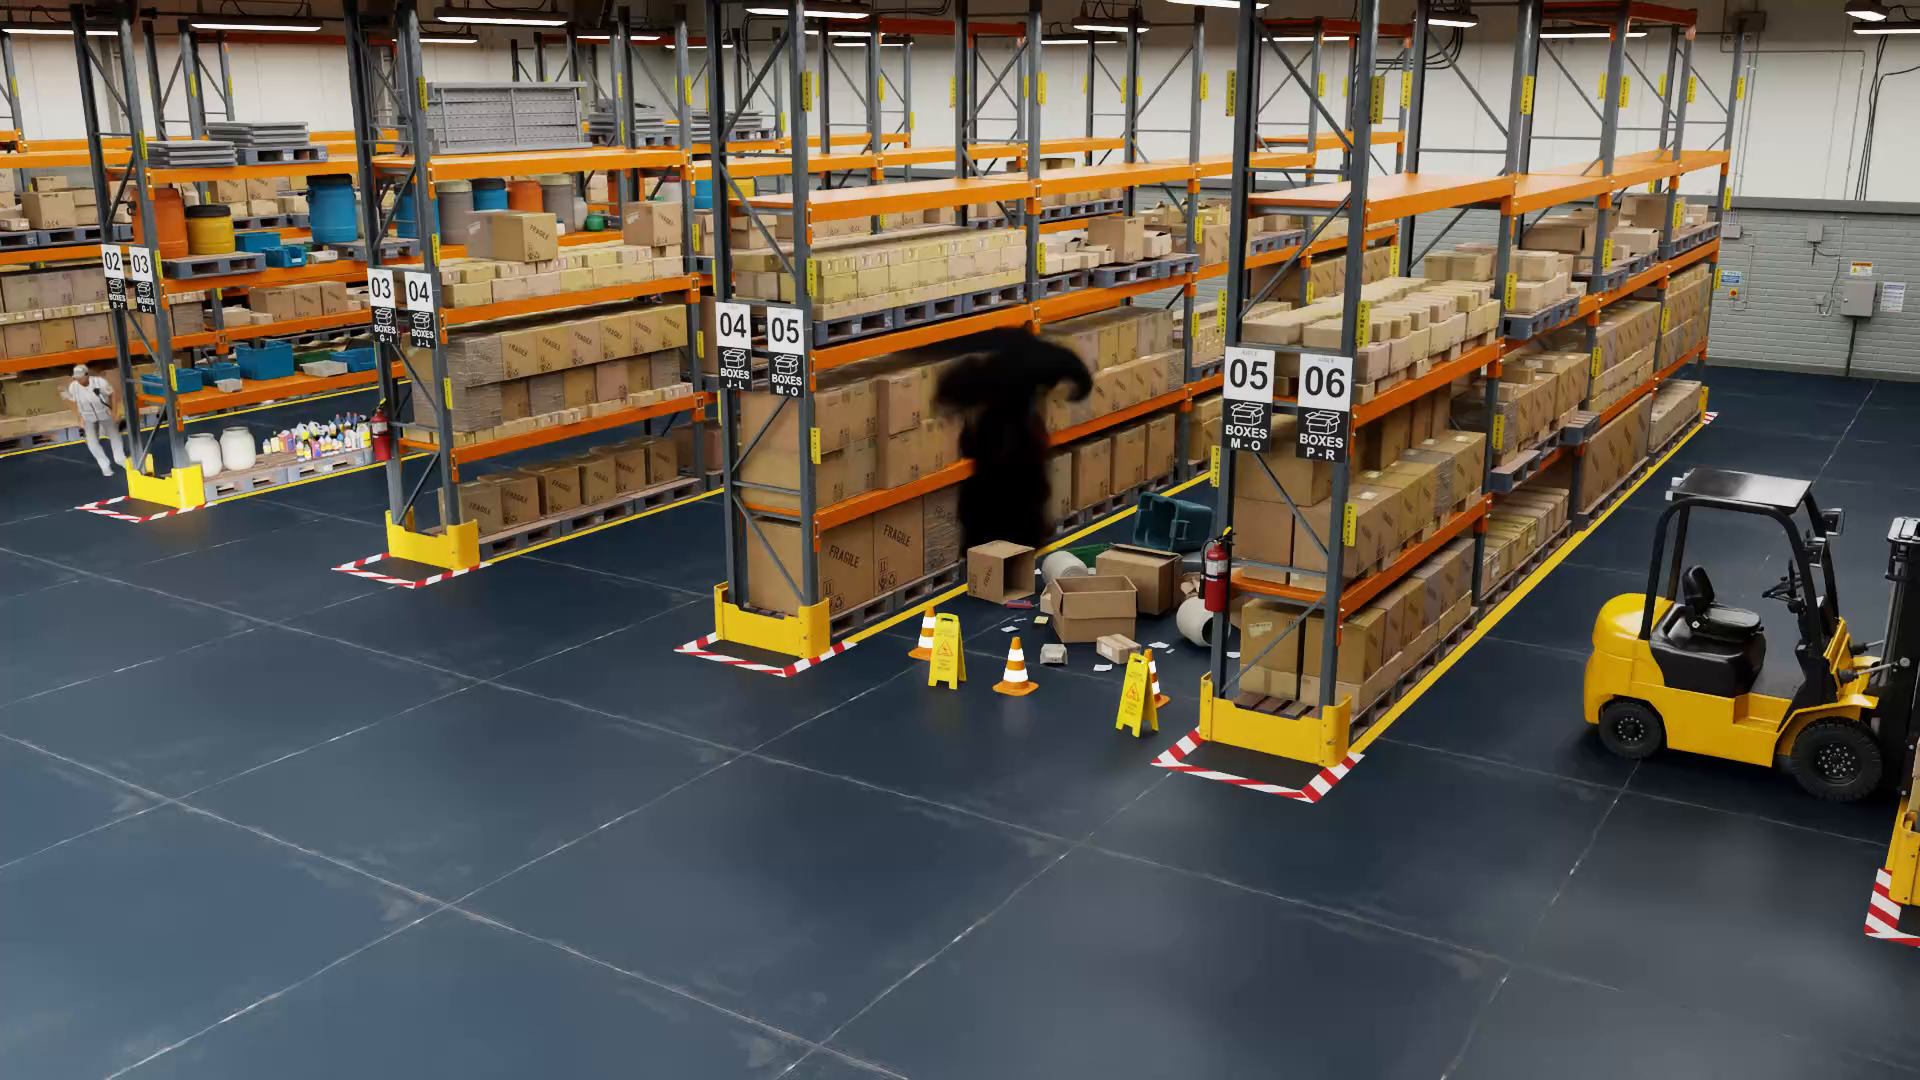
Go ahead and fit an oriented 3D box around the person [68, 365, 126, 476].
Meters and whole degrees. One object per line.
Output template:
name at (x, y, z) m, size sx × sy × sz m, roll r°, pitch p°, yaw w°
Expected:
person at (-11.512, -1.624, 22.239) m, size 0.640 × 1.551 × 0.829 m, roll -8°, pitch 17°, yaw -25°
